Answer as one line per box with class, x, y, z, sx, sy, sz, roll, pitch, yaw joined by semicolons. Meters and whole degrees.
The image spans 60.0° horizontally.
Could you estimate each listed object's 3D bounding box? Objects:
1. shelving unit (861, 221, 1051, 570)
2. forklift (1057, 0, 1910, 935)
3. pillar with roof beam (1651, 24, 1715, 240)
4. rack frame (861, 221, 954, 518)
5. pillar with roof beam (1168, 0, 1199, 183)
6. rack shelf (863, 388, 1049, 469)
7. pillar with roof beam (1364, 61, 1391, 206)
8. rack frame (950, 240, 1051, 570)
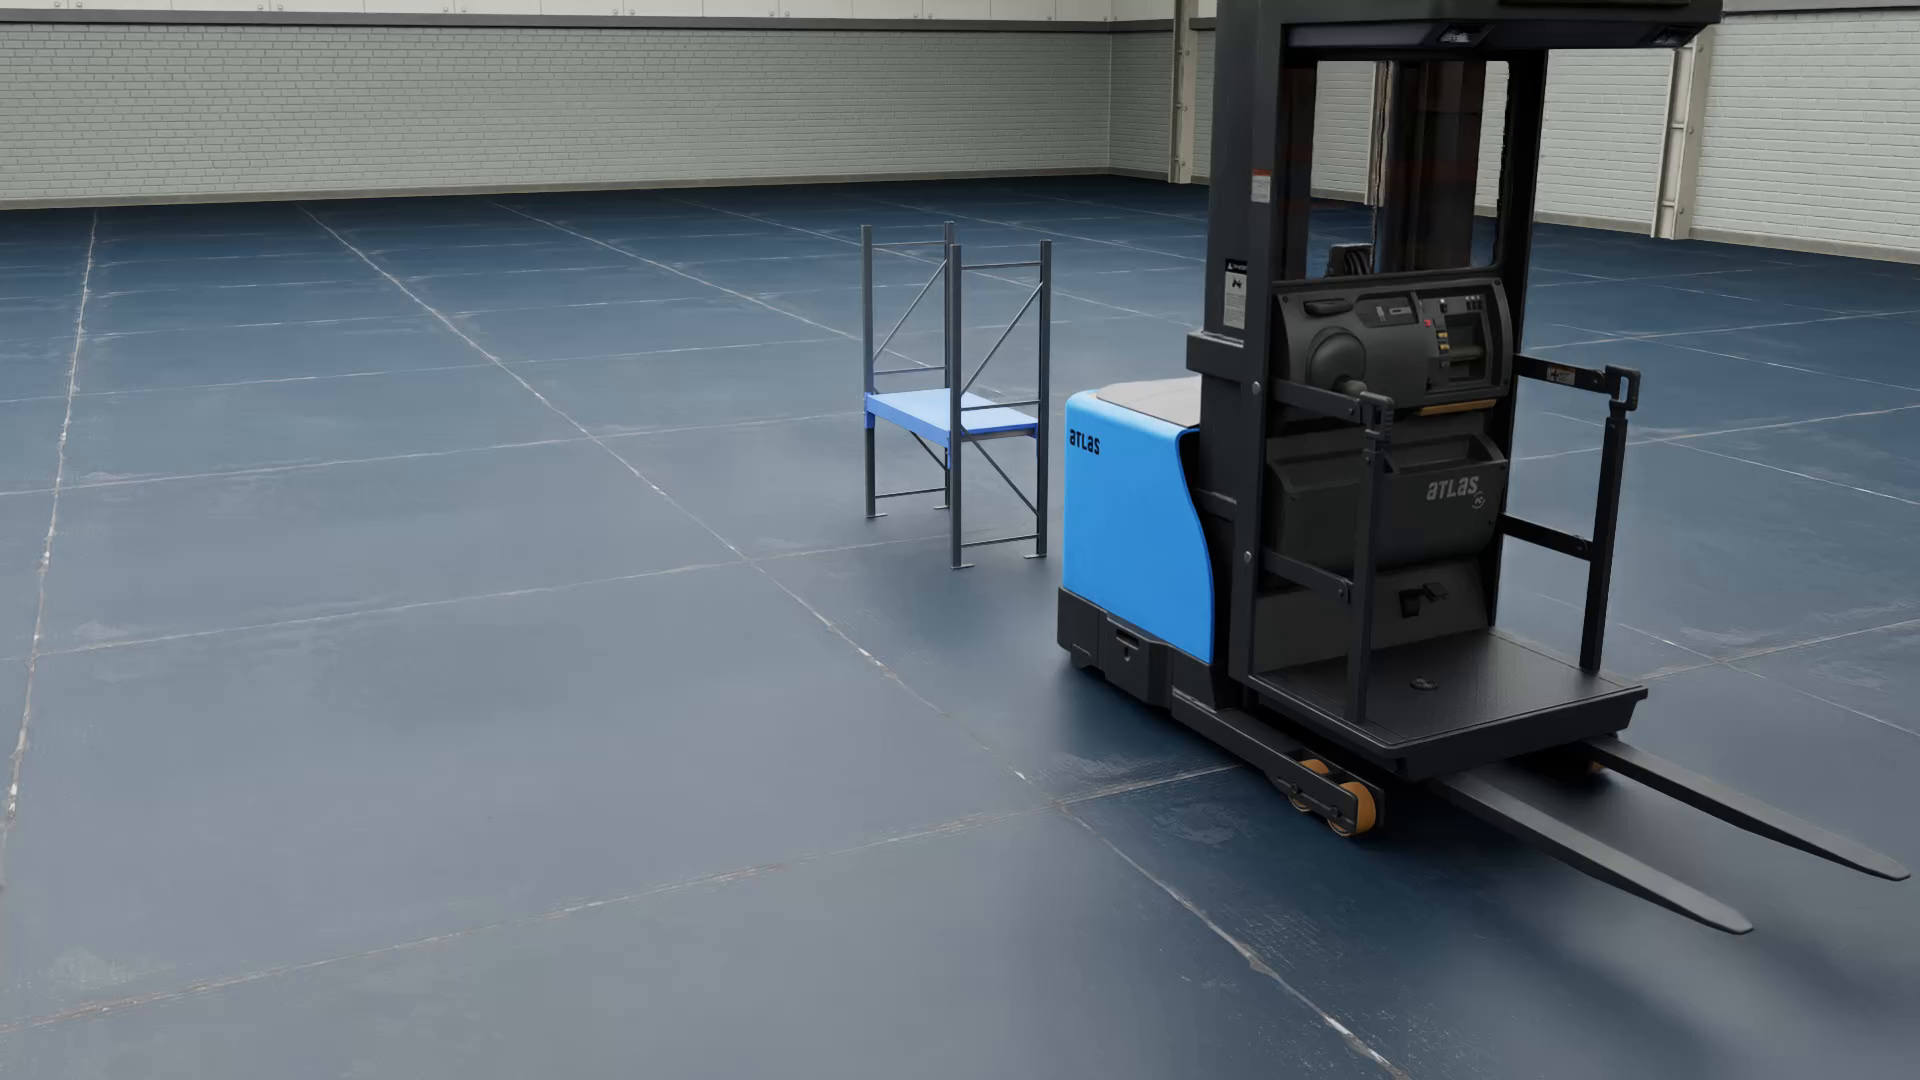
shelving unit;-0.037;-0.742;8.117;0.538;1.500;1.048;-8;18;-25
forklift;1.510;-0.642;5.174;1.130;2.935;3.031;-8;18;-26
pillar with roof beam;5.735;-7.892;19.439;9.100;9.000;0.400;-8;18;-25
rack frame;-0.260;-0.868;8.557;0.500;1.500;0.032;-8;18;-25
pillar with roof beam;0.478;-10.868;29.808;9.100;9.000;0.400;-8;18;-25
rack shelf;-0.037;-0.569;8.167;0.538;0.185;1.000;-8;18;-25
pillar with roof beam;3.106;-9.380;24.623;9.100;9.000;0.400;-8;18;-25
rack frame;0.185;-0.616;7.678;0.500;1.500;0.032;-8;18;-25
